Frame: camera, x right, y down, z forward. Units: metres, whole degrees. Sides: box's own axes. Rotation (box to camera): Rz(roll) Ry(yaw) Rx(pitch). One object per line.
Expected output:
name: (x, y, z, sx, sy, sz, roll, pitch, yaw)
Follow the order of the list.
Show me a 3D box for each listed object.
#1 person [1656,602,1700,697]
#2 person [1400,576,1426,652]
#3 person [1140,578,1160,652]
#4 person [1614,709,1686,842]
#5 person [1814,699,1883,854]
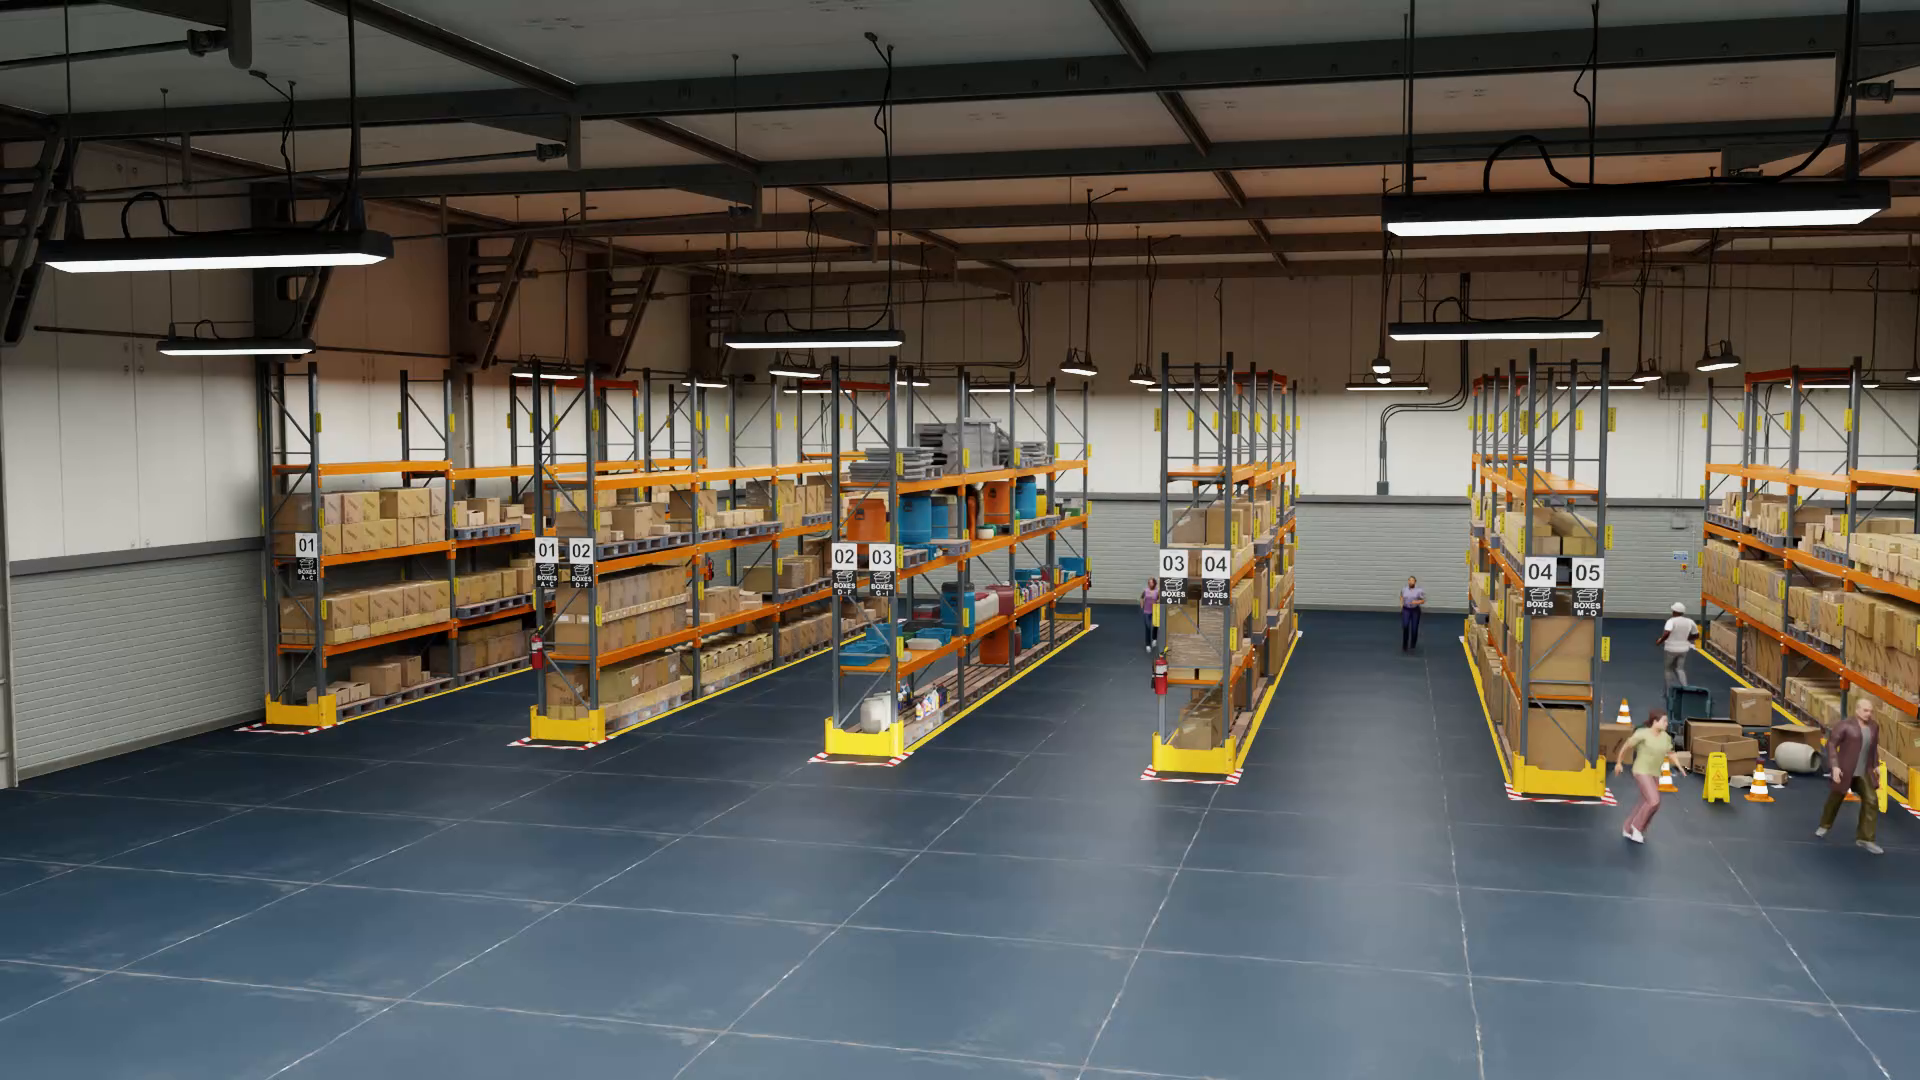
person: (12.987, 2.021, 30.078, 0.748, 1.789, 0.828, -1, 4, -7)
person: (9.925, 1.629, 36.513, 0.576, 1.663, 0.668, 1, 4, 19)
person: (4.195, 1.618, 36.441, 0.526, 1.591, 0.888, 0, 4, 7)
person: (8.199, 2.792, 19.709, 0.550, 1.615, 0.736, -2, 4, -23)
person: (10.495, 2.719, 19.528, 0.721, 1.740, 0.970, 0, 4, -5)
